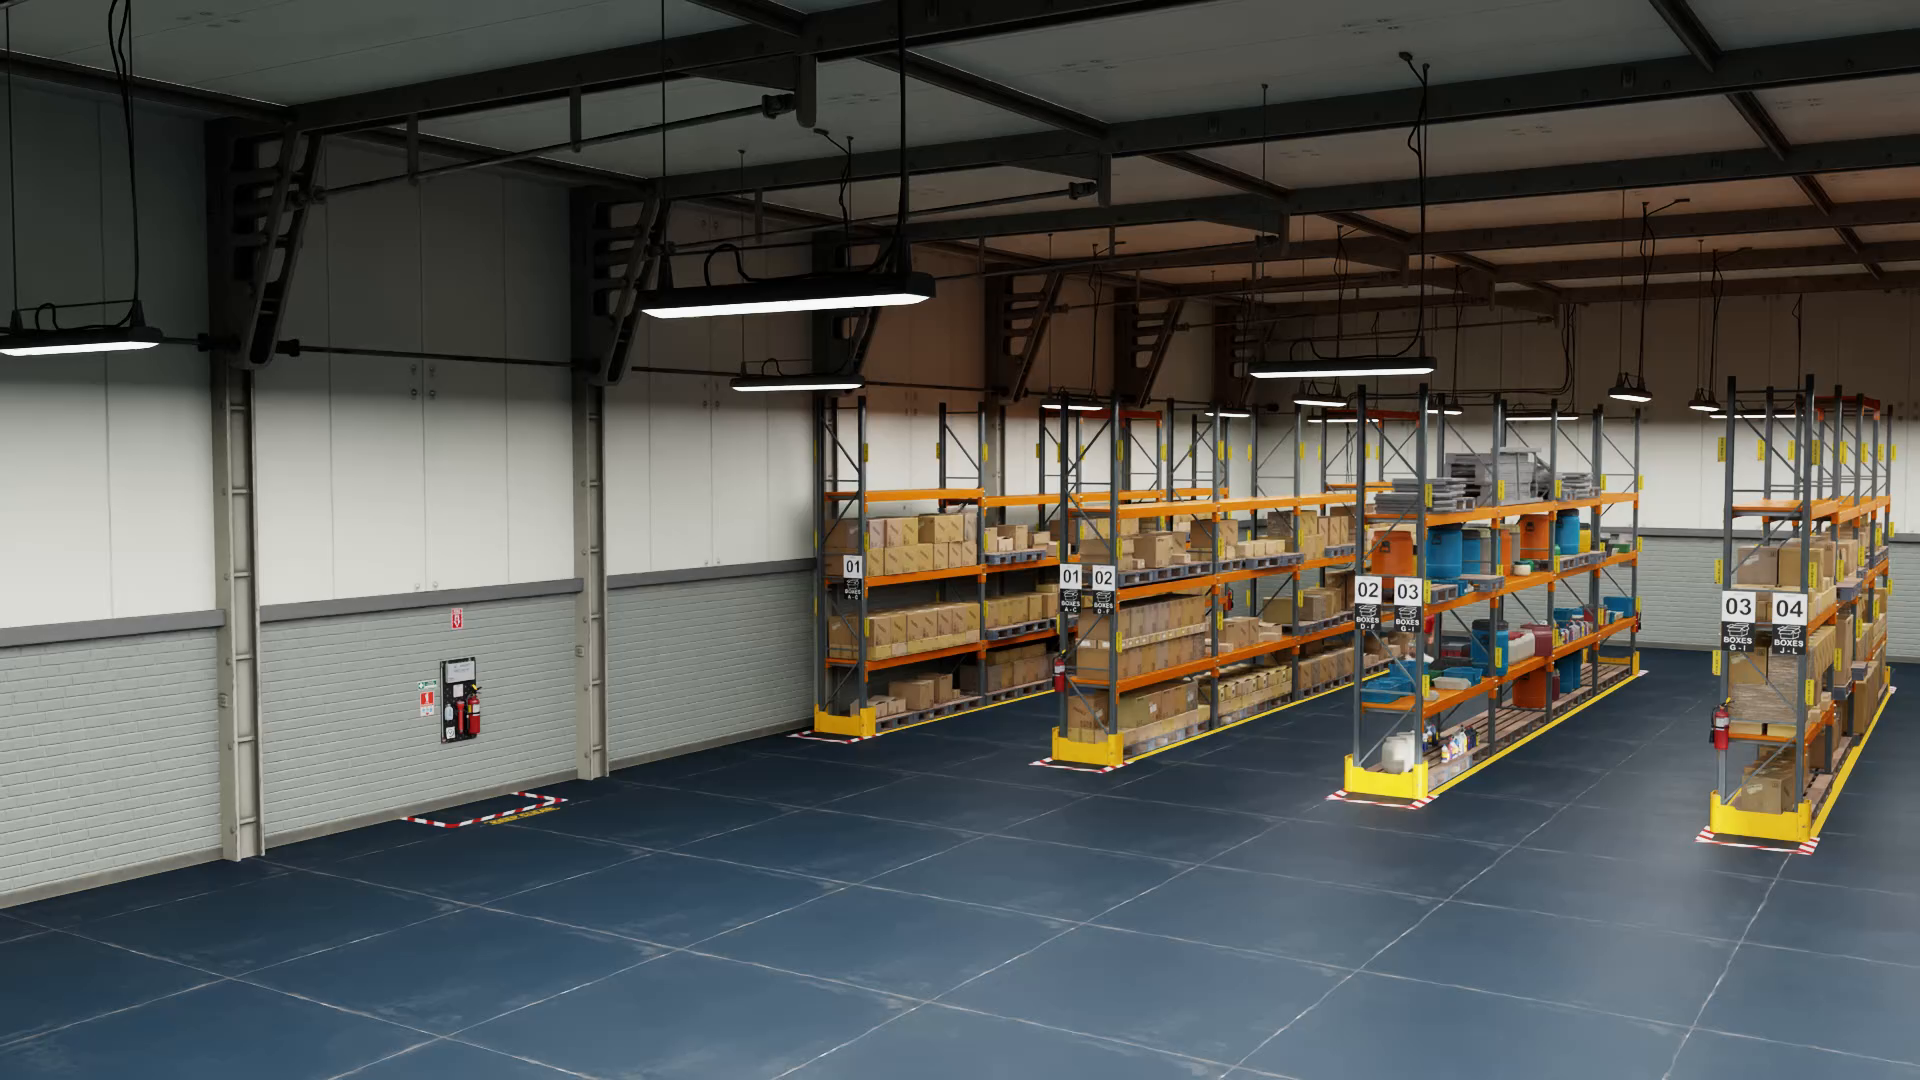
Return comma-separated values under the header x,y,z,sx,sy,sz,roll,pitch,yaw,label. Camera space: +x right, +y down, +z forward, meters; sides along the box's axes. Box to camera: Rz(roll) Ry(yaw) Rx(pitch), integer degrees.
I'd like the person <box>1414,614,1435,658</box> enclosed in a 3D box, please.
x,y,z,sx,sy,sz,roll,pitch,yaw,label
10.403,2.194,37.283,0.570,1.655,1.074,2,4,33,person

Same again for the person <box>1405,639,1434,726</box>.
x,y,z,sx,sy,sz,roll,pitch,yaw,label
8.254,2.602,29.726,0.712,1.689,0.717,-3,4,-45,person
